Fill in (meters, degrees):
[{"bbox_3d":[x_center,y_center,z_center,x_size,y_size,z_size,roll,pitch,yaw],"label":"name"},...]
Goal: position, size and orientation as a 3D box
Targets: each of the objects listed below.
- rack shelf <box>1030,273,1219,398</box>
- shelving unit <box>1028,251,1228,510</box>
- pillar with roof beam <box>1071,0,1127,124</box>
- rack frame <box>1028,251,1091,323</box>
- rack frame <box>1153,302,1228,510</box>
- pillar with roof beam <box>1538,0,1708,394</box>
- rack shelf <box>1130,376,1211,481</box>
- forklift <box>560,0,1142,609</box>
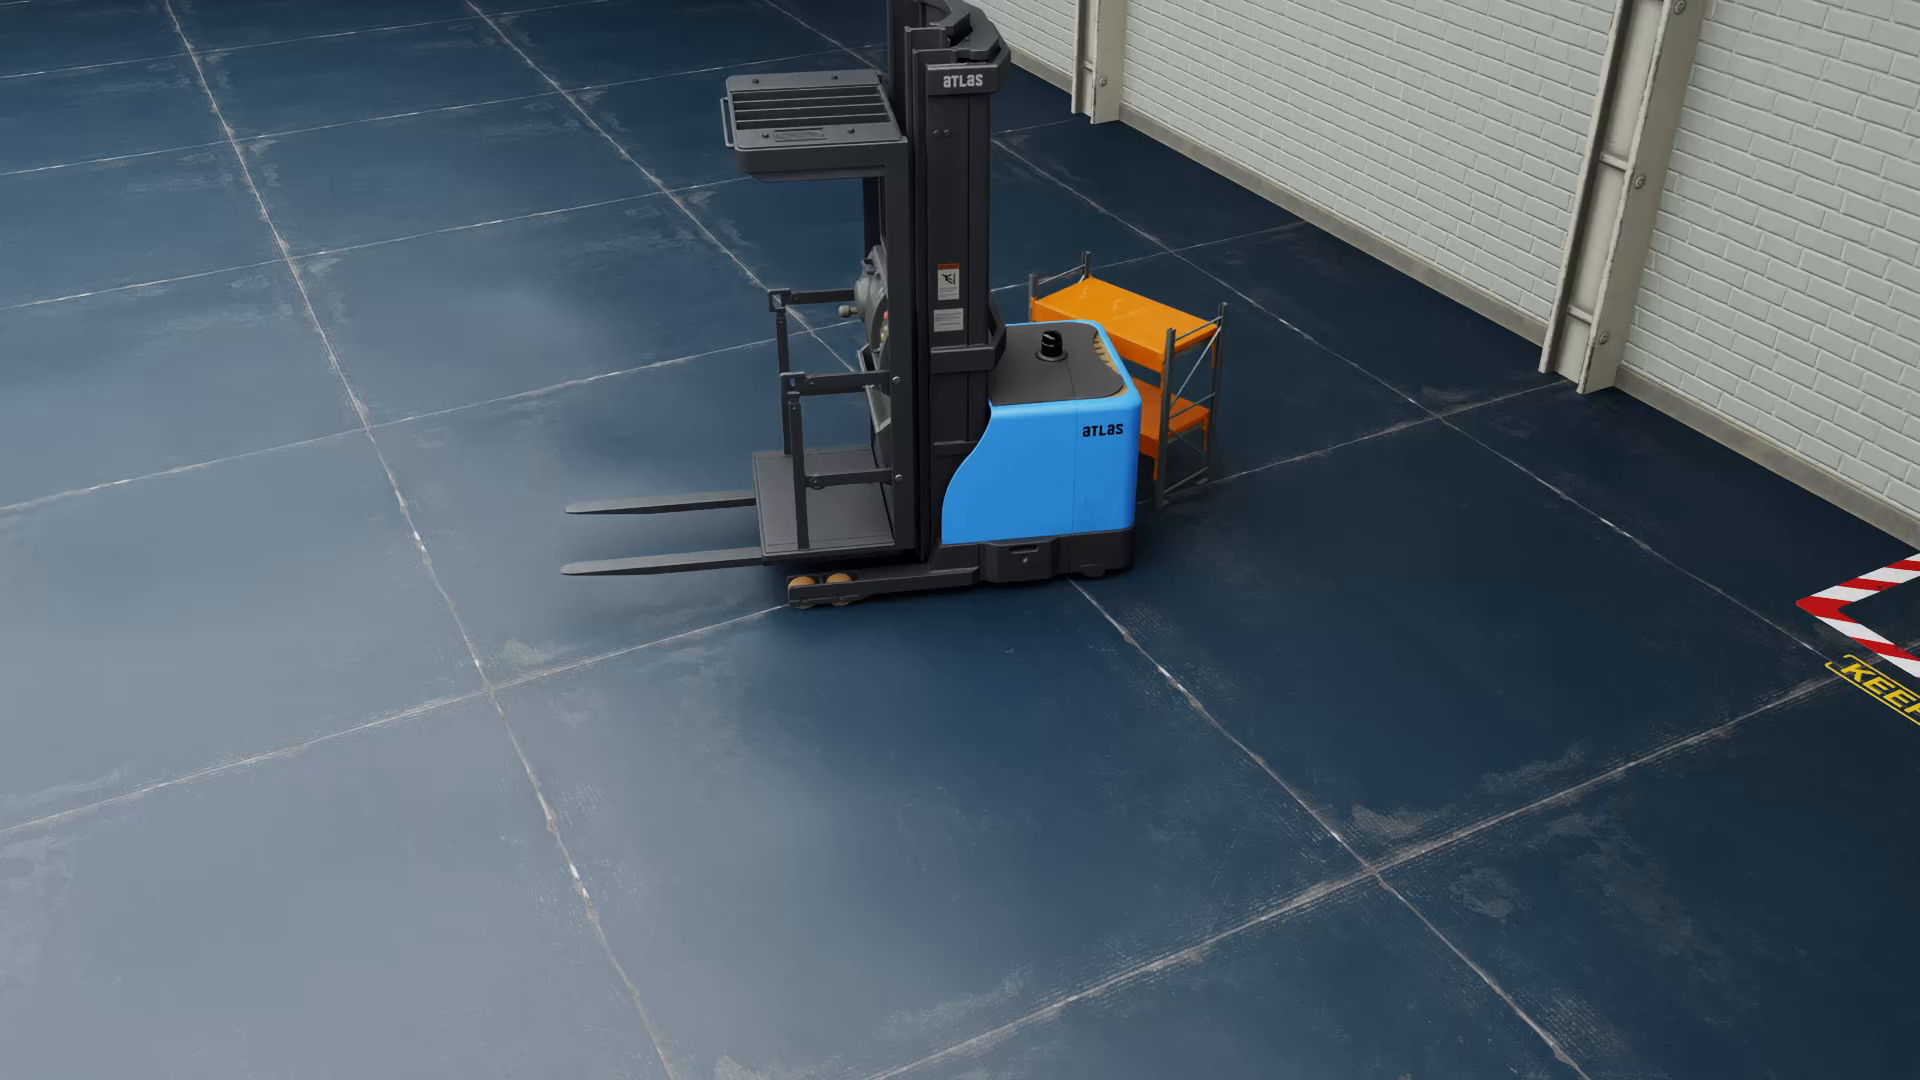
[{"bbox_3d":[0.943,-1.190,9.541,0.538,0.278,1.000,-28,42,-36],"label":"rack shelf"},{"bbox_3d":[0.943,-0.943,9.699,0.538,1.125,1.048,-28,42,-36],"label":"shelving unit"},{"bbox_3d":[-2.546,-6.642,11.294,9.100,9.000,0.400,-16,36,-23],"label":"pillar with roof beam"},{"bbox_3d":[0.585,-1.138,10.003,0.500,1.125,0.032,-28,42,-36],"label":"rack frame"},{"bbox_3d":[1.301,-0.749,9.394,0.500,1.125,0.032,-28,42,-36],"label":"rack frame"},{"bbox_3d":[0.252,-3.778,6.825,9.100,9.000,0.400,-16,36,-23],"label":"pillar with roof beam"},{"bbox_3d":[0.943,-0.738,9.830,0.538,0.278,1.000,-28,42,-36],"label":"rack shelf"},{"bbox_3d":[-0.622,-1.181,8.395,3.031,2.935,1.130,-5,33,-8],"label":"forklift"}]
